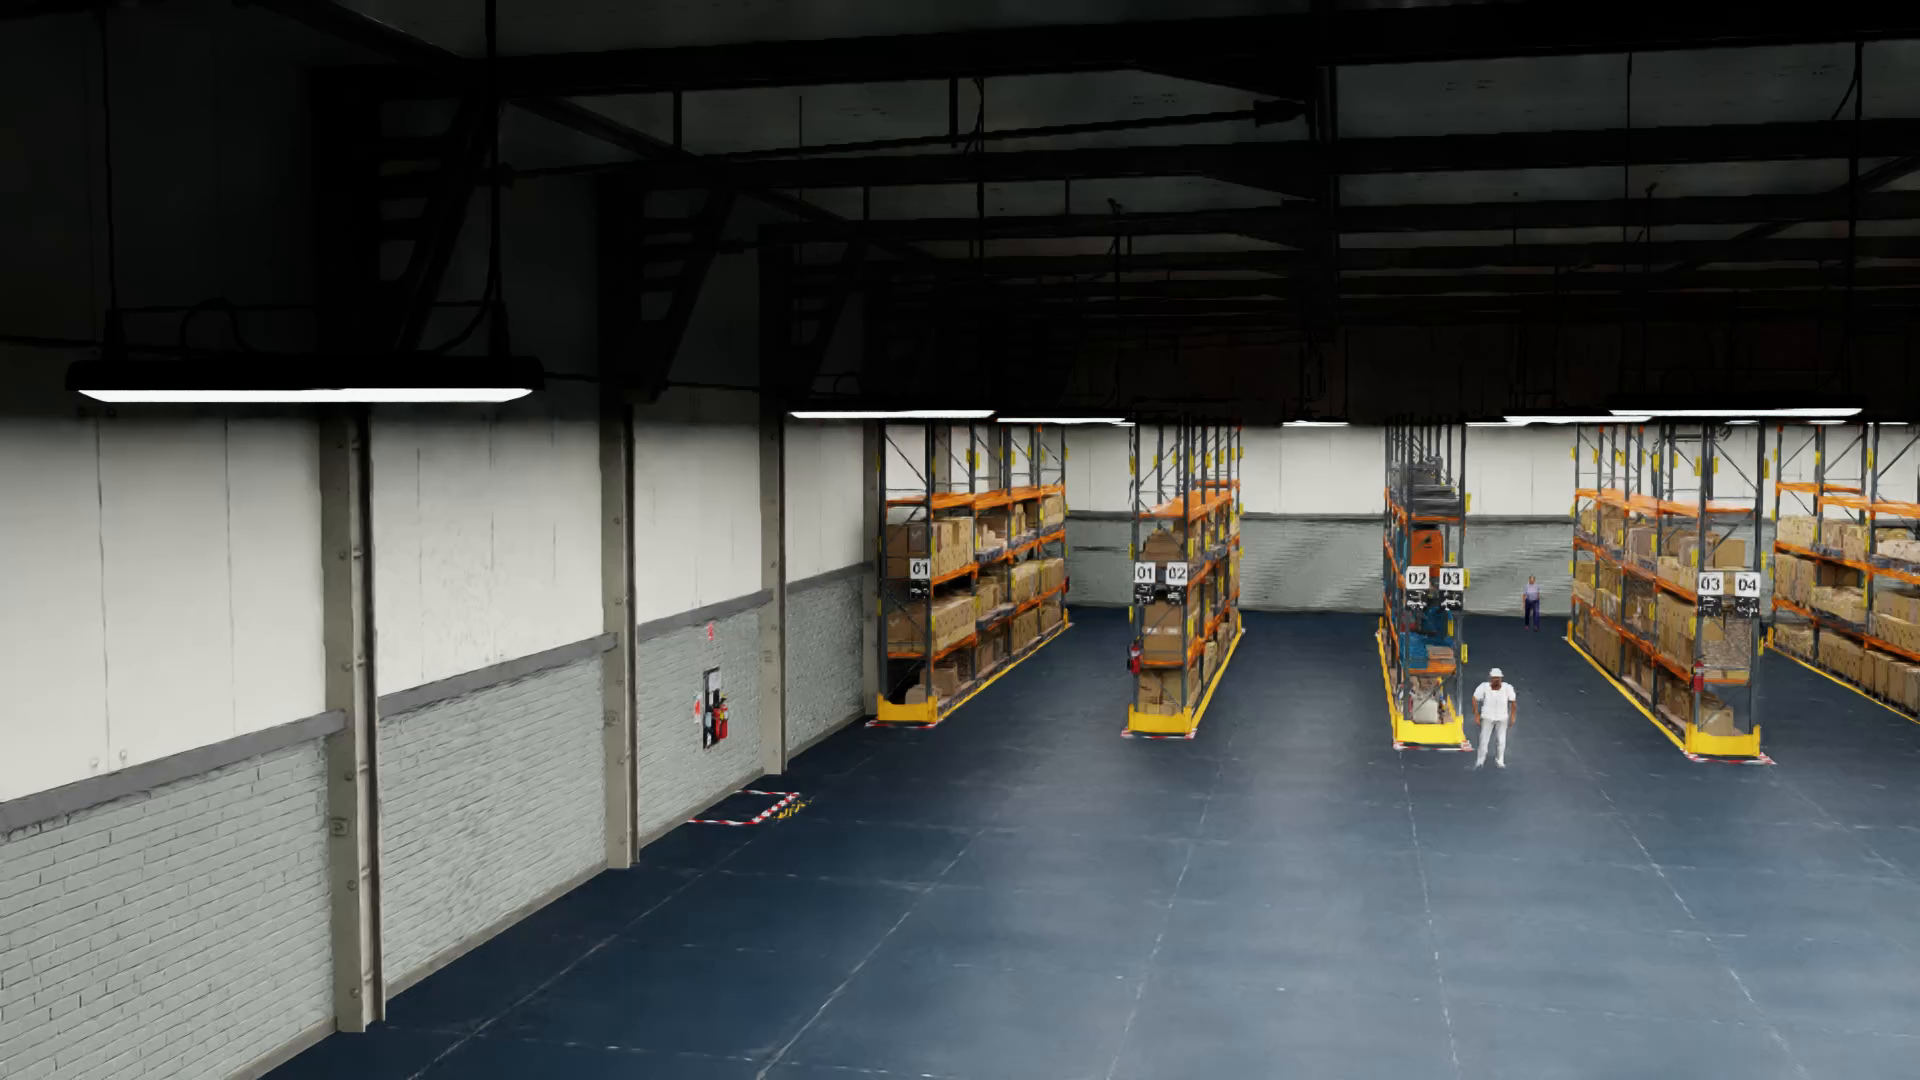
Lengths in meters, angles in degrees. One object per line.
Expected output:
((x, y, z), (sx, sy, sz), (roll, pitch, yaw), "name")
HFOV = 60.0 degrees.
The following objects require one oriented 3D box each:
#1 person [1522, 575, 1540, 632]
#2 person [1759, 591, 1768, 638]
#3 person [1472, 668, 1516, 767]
((16.062, 1.764, 46.768), (0.479, 1.567, 1.070), (1, 4, 16), "person")
((21.478, 1.903, 44.739), (0.463, 1.586, 0.586), (-2, 4, -27), "person")
((8.975, 2.983, 27.953), (0.719, 1.714, 0.578), (1, 4, 11), "person")
